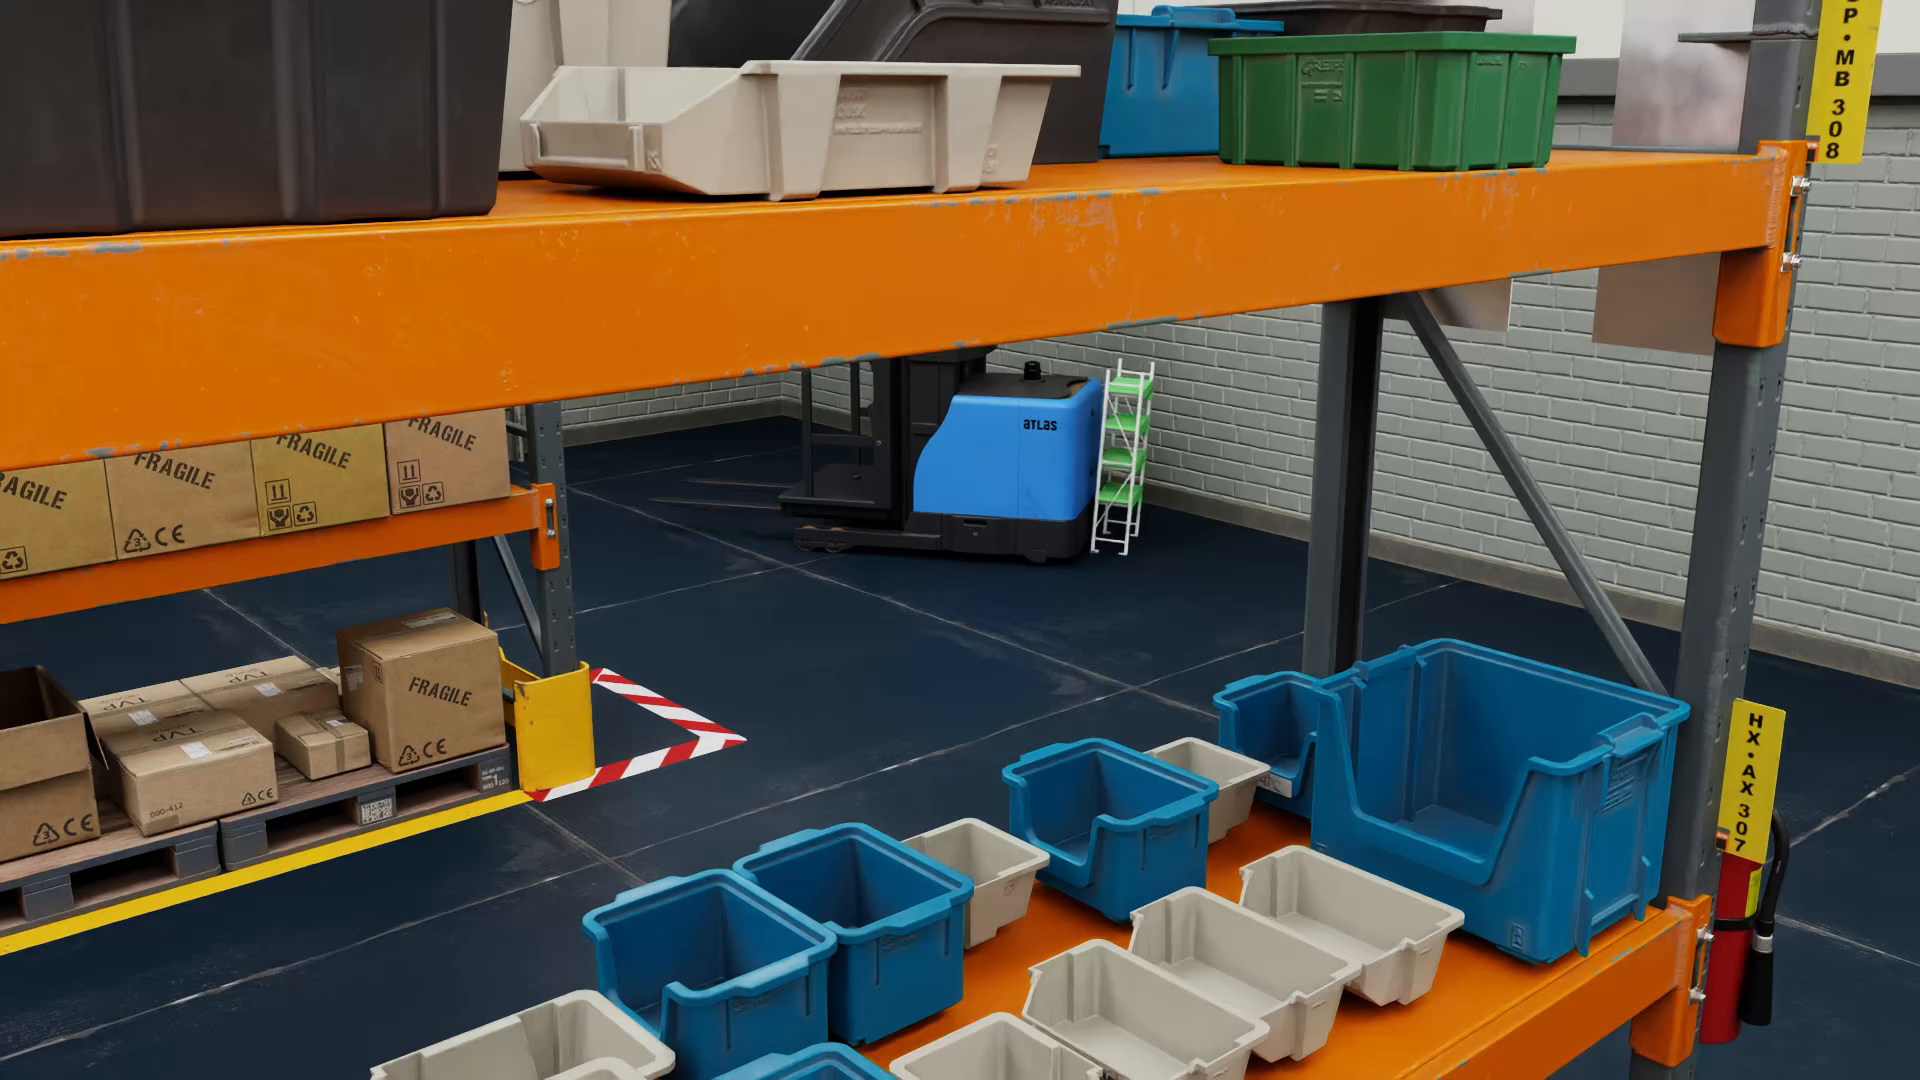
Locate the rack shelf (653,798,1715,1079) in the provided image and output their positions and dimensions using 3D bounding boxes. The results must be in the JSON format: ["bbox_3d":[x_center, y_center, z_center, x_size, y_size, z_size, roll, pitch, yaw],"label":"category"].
[{"bbox_3d":[-0.306,1.142,2.555,4.000,0.370,1.077,-13,19,-39],"label":"rack shelf"}]

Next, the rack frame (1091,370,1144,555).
[{"bbox_3d":[1.016,-0.495,10.747,0.240,1.200,0.015,7,16,13],"label":"rack frame"}]

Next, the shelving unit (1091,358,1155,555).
[{"bbox_3d":[1.076,-0.556,10.976,0.258,1.200,0.503,7,16,13],"label":"shelving unit"}]

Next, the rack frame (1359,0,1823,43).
[{"bbox_3d":[1.203,-2.442,2.956,0.127,3.000,1.000,-13,19,-39],"label":"rack frame"}]

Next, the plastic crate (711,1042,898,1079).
[{"bbox_3d":[-0.178,0.906,2.255,0.300,0.233,0.416,-13,19,-39],"label":"plastic crate"}]

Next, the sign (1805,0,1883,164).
[{"bbox_3d":[1.576,-0.838,2.966,0.005,0.325,0.100,-13,19,-39],"label":"sign"}]

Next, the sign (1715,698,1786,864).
[{"bbox_3d":[1.576,0.481,3.319,0.005,0.325,0.100,-13,19,-39],"label":"sign"}]

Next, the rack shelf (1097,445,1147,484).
[{"bbox_3d":[1.072,-0.495,10.993,0.258,0.148,0.480,7,16,13],"label":"rack shelf"}]

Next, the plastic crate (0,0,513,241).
[{"bbox_3d":[-0.698,-0.410,1.412,0.590,0.269,0.497,-13,19,-39],"label":"plastic crate"}]

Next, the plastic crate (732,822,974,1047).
[{"bbox_3d":[-0.193,0.709,2.993,0.300,0.233,0.416,-13,19,-39],"label":"plastic crate"}]

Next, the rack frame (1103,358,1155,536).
[{"bbox_3d":[1.136,-0.617,11.204,0.240,1.200,0.015,7,16,13],"label":"rack frame"}]

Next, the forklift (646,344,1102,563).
[{"bbox_3d":[-0.608,-1.458,11.027,3.031,2.935,1.130,4,15,14],"label":"forklift"}]

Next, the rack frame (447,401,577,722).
[{"bbox_3d":[-2.046,-0.509,7.343,0.127,3.000,1.000,-13,19,-39],"label":"rack frame"}]

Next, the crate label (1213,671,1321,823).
[{"bbox_3d":[0.800,0.486,3.828,0.303,0.233,0.416,-13,19,-39],"label":"crate label"}]

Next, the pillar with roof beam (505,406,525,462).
[{"bbox_3d":[-1.006,-4.159,9.382,0.400,9.000,9.100,-13,19,-39],"label":"pillar with roof beam"}]

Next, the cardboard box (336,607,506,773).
[{"bbox_3d":[-2.295,0.626,7.085,0.500,0.500,0.500,-13,19,-39],"label":"cardboard box"}]

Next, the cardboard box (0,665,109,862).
[{"bbox_3d":[-3.650,0.843,6.267,0.637,0.503,0.797,-13,19,-39],"label":"cardboard box"}]

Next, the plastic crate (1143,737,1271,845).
[{"bbox_3d":[0.504,0.570,3.697,0.298,0.136,0.250,-13,19,-39],"label":"plastic crate"}]

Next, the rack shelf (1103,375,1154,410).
[{"bbox_3d":[1.102,-0.955,10.862,0.258,0.148,0.480,7,16,13],"label":"rack shelf"}]

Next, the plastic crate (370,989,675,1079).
[{"bbox_3d":[-0.699,0.878,2.544,0.466,0.136,0.293,-13,19,-39],"label":"plastic crate"}]

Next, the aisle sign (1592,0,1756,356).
[{"bbox_3d":[1.449,-0.755,3.227,0.004,0.787,0.394,-13,19,-39],"label":"aisle sign"}]

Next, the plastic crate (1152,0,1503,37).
[{"bbox_3d":[0.729,-0.919,3.319,0.590,0.269,0.497,-13,19,-39],"label":"plastic crate"}]

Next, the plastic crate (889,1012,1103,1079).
[{"bbox_3d":[0.073,0.880,2.539,0.250,0.136,0.298,-13,19,-39],"label":"plastic crate"}]

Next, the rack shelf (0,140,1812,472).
[{"bbox_3d":[-0.306,-0.307,2.168,4.000,0.370,1.077,-13,19,-39],"label":"rack shelf"}]

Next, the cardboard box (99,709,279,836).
[{"bbox_3d":[-3.031,0.902,6.536,0.500,0.250,0.500,-13,19,-39],"label":"cardboard box"}]

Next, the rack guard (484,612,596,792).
[{"bbox_3d":[-2.104,0.712,7.618,0.348,0.500,1.175,-13,19,-39],"label":"rack guard"}]

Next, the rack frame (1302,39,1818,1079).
[{"bbox_3d":[1.203,0.456,3.731,0.127,3.000,1.000,-13,19,-39],"label":"rack frame"}]

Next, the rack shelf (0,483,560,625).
[{"bbox_3d":[-3.555,0.177,6.168,4.000,0.370,1.077,-13,19,-39],"label":"rack shelf"}]

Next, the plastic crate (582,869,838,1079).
[{"bbox_3d":[-0.419,0.759,2.802,0.300,0.233,0.416,-13,19,-39],"label":"plastic crate"}]

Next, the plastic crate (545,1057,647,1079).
[{"bbox_3d":[-0.542,0.939,2.036,0.530,0.282,0.437,-13,19,-39],"label":"plastic crate"}]

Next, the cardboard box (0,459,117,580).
[{"bbox_3d":[-3.355,-0.171,5.884,0.500,0.500,0.500,-13,20,-40],"label":"cardboard box"}]

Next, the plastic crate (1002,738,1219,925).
[{"bbox_3d":[0.304,0.597,3.410,0.300,0.233,0.416,-13,19,-39],"label":"plastic crate"}]

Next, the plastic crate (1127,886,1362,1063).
[{"bbox_3d":[0.478,0.774,2.935,0.243,0.136,0.396,-13,19,-39],"label":"plastic crate"}]

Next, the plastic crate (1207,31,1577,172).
[{"bbox_3d":[0.646,-0.668,2.537,0.336,0.188,0.450,-13,19,-39],"label":"plastic crate"}]

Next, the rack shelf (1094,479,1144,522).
[{"bbox_3d":[1.056,-0.264,11.059,0.258,0.148,0.480,7,16,13],"label":"rack shelf"}]

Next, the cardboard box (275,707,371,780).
[{"bbox_3d":[-2.659,0.838,6.936,0.250,0.166,0.380,-13,19,-39],"label":"cardboard box"}]

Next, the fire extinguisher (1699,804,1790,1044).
[{"bbox_3d":[1.615,0.736,3.553,0.183,0.674,0.296,-13,19,-39],"label":"fire extinguisher"}]

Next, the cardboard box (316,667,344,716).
[{"bbox_3d":[-2.776,0.694,7.478,0.250,0.166,0.380,-13,19,-39],"label":"cardboard box"}]

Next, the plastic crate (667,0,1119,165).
[{"bbox_3d":[-0.130,-0.758,2.583,0.767,0.338,0.504,-13,19,-39],"label":"plastic crate"}]

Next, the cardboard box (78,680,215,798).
[{"bbox_3d":[-3.397,0.813,6.869,0.500,0.250,0.500,-13,19,-39],"label":"cardboard box"}]

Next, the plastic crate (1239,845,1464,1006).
[{"bbox_3d":[0.706,0.728,3.108,0.243,0.136,0.396,-13,19,-39],"label":"plastic crate"}]

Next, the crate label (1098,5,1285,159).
[{"bbox_3d":[0.294,-0.828,3.013,0.502,0.251,0.408,-13,19,-39],"label":"crate label"}]

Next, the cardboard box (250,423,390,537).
[{"bbox_3d":[-2.594,-0.340,6.516,0.500,0.500,0.500,-12,19,-39],"label":"cardboard box"}]

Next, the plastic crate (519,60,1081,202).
[{"bbox_3d":[-0.193,-0.468,1.886,0.530,0.136,0.437,-13,19,-39],"label":"plastic crate"}]

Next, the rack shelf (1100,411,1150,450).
[{"bbox_3d":[1.087,-0.725,10.927,0.258,0.148,0.480,7,16,13],"label":"rack shelf"}]

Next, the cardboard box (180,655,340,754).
[{"bbox_3d":[-3.020,0.728,7.186,0.500,0.250,0.500,-13,19,-39],"label":"cardboard box"}]

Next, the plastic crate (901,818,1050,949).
[{"bbox_3d":[-0.008,0.685,3.267,0.298,0.136,0.250,-13,19,-39],"label":"plastic crate"}]

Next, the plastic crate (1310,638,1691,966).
[{"bbox_3d":[1.073,0.503,3.370,0.499,0.435,0.616,-13,19,-39],"label":"plastic crate"}]

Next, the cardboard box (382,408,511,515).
[{"bbox_3d":[-2.205,-0.428,6.848,0.500,0.500,0.500,-12,19,-38],"label":"cardboard box"}]

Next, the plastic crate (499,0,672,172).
[{"bbox_3d":[-0.672,-0.621,2.178,0.530,0.282,0.437,-13,19,-39],"label":"plastic crate"}]

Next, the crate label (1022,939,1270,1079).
[{"bbox_3d":[0.284,0.826,2.740,0.243,0.136,0.396,-13,19,-39],"label":"crate label"}]

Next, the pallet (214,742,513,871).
[{"bbox_3d":[-2.704,0.986,7.149,1.213,0.211,1.003,-13,19,-39],"label":"pallet"}]

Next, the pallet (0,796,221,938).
[{"bbox_3d":[-3.624,1.192,6.379,1.213,0.211,1.003,-13,19,-39],"label":"pallet"}]

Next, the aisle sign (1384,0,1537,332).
[{"bbox_3d":[1.062,-0.870,3.657,0.004,0.787,0.394,-13,19,-39],"label":"aisle sign"}]

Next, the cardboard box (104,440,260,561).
[{"bbox_3d":[-2.974,-0.256,6.204,0.500,0.500,0.500,-12,19,-39],"label":"cardboard box"}]
